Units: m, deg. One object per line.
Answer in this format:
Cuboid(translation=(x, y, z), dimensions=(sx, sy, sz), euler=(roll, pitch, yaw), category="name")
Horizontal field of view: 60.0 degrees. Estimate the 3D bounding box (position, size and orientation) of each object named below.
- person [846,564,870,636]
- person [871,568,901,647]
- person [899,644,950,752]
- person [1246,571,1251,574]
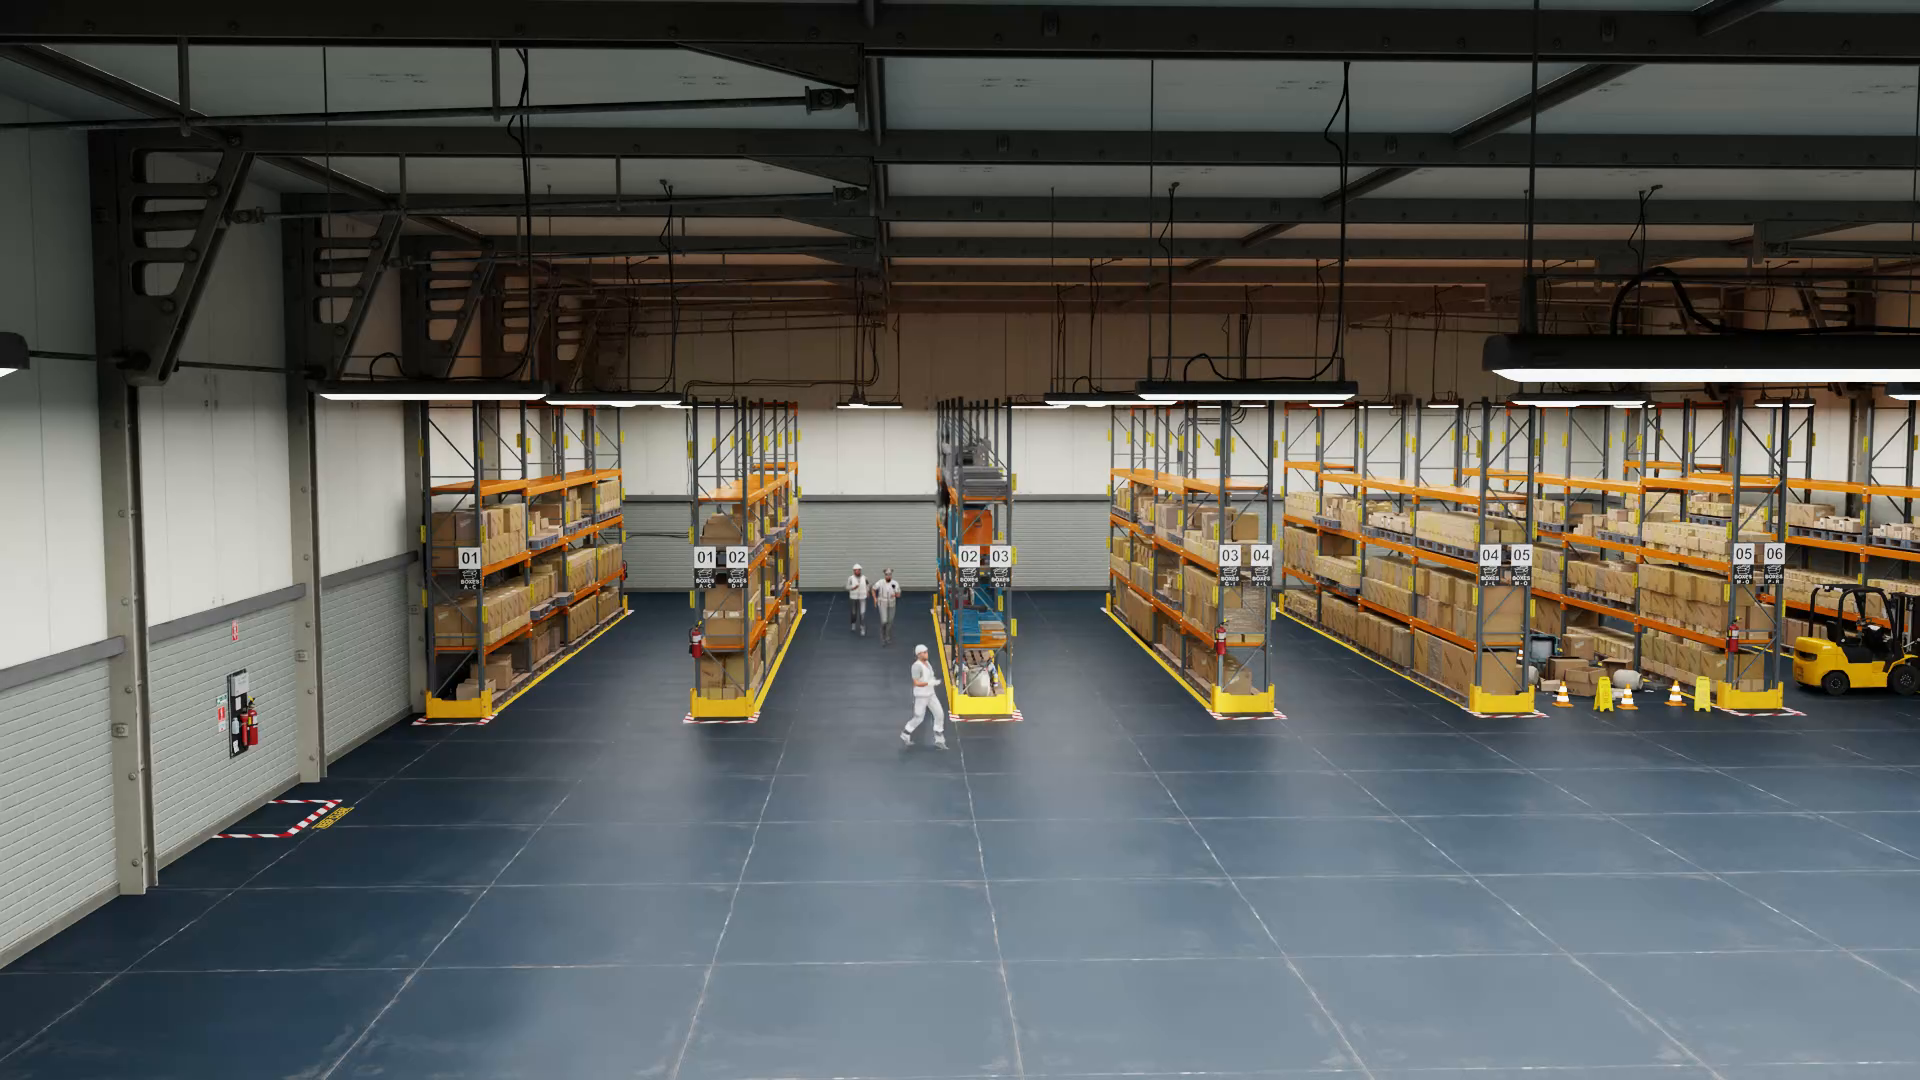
Cuboid(translation=(-2.621, 1.515, 42.772), dimensions=(0.644, 1.793, 0.910), euler=(-1, 4, -10), category="person")
Cuboid(translation=(-1.692, 1.575, 38.845), dimensions=(0.650, 1.841, 0.648), euler=(-1, 5, -15), category="person")
Cuboid(translation=(-0.593, 2.667, 28.133), dimensions=(0.893, 1.812, 0.666), euler=(3, 5, 30), category="person")
Cuboid(translation=(8.441, 1.115, 48.797), dimensions=(0.921, 1.725, 0.840), euler=(-1, 4, -7), category="person")
